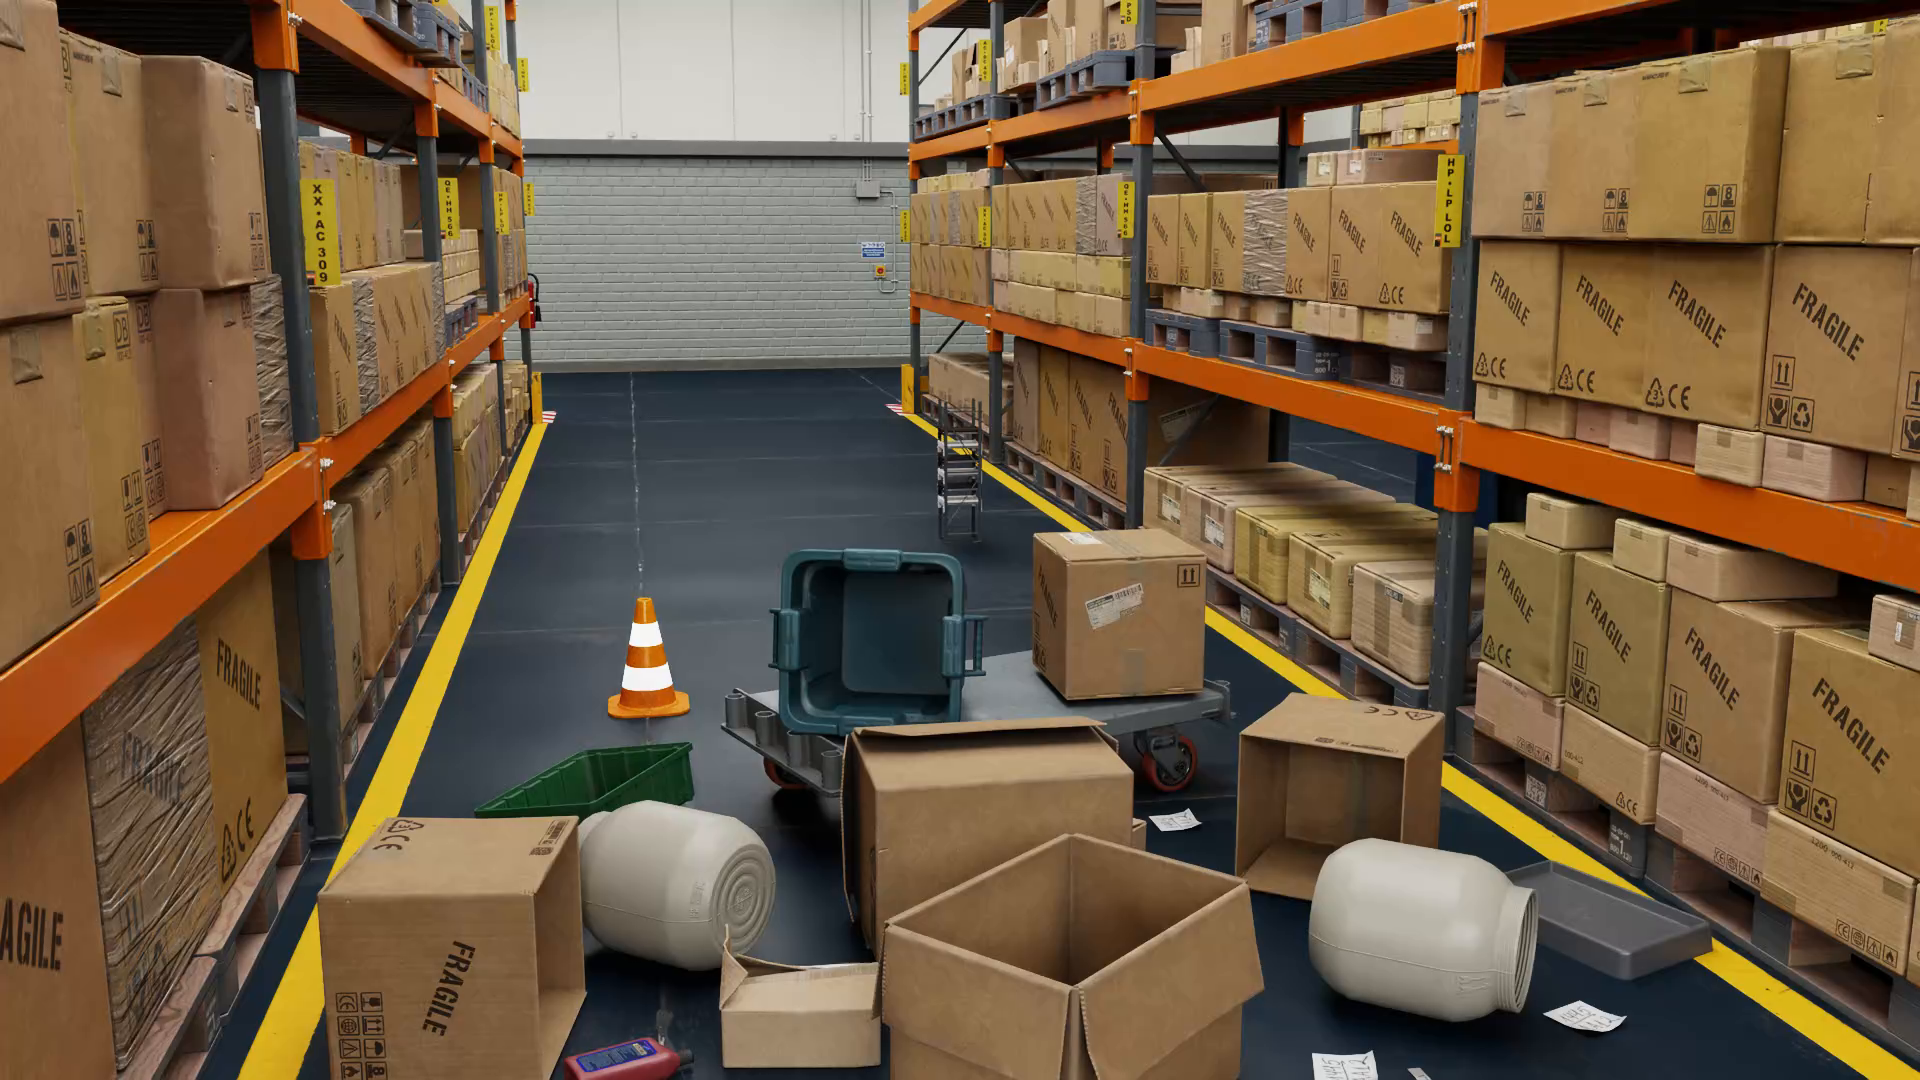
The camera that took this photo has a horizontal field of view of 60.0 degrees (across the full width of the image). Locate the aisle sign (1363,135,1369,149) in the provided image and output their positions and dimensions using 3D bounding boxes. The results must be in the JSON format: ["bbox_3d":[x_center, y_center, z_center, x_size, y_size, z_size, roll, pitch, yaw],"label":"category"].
[{"bbox_3d":[4.536,-4.331,18.477,0.394,0.787,0.004,-2,11,-11],"label":"aisle sign"}]

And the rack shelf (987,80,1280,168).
[{"bbox_3d":[1.136,-2.891,11.764,1.077,0.370,4.000,-2,11,-11],"label":"rack shelf"}]

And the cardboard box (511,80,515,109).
[{"bbox_3d":[-4.427,-4.149,15.515,0.500,0.250,0.500,-2,11,-13],"label":"cardboard box"}]

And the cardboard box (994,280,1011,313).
[{"bbox_3d":[0.573,-1.974,13.444,0.500,0.250,0.500,-2,11,-12],"label":"cardboard box"}]

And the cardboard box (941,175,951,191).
[{"bbox_3d":[0.027,-3.369,15.698,0.380,0.149,0.250,-2,11,-12],"label":"cardboard box"}]

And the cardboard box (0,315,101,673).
[{"bbox_3d":[-1.986,-0.086,2.722,0.875,0.550,0.550,-2,11,-11],"label":"cardboard box"}]

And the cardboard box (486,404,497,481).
[{"bbox_3d":[-3.599,-0.697,11.896,0.500,0.500,0.500,-2,11,-12],"label":"cardboard box"}]

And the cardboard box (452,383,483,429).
[{"bbox_3d":[-3.390,-0.872,10.810,0.500,0.250,0.500,-2,11,-11],"label":"cardboard box"}]

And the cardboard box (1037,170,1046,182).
[{"bbox_3d":[0.874,-3.110,14.339,0.380,0.149,0.250,-2,11,-10],"label":"cardboard box"}]

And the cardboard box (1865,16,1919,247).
[{"bbox_3d":[2.476,-0.892,3.622,0.700,0.500,0.500,-2,11,-12],"label":"cardboard box"}]

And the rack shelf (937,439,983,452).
[{"bbox_3d":[-0.002,-0.588,10.593,0.258,0.077,0.200,-2,11,-11],"label":"rack shelf"}]

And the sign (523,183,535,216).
[{"bbox_3d":[-4.319,-3.413,16.665,0.100,0.325,0.005,-2,11,-11],"label":"sign"}]

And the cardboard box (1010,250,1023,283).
[{"bbox_3d":[0.685,-2.124,12.897,0.500,0.250,0.500,-2,11,-10],"label":"cardboard box"}]

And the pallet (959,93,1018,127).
[{"bbox_3d":[0.598,-3.718,14.423,1.003,0.211,1.213,-2,11,-11],"label":"pallet"}]

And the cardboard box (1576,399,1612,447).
[{"bbox_3d":[2.231,-0.385,5.371,0.380,0.149,0.250,-2,11,-11],"label":"cardboard box"}]

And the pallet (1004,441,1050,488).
[{"bbox_3d":[0.971,-0.629,13.436,1.003,0.211,1.213,-2,11,-11],"label":"pallet"}]

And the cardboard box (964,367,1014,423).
[{"bbox_3d":[0.555,-1.368,15.593,0.875,0.438,0.875,-2,11,-13],"label":"cardboard box"}]

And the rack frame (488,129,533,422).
[{"bbox_3d":[-4.867,-2.673,16.716,1.000,3.000,0.127,-2,11,-11],"label":"rack frame"}]

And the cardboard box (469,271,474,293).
[{"bbox_3d":[-3.720,-1.863,12.010,0.380,0.149,0.250,-2,11,-11],"label":"cardboard box"}]

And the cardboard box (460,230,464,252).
[{"bbox_3d":[-3.622,-2.058,11.442,0.380,0.149,0.250,-2,11,-13],"label":"cardboard box"}]

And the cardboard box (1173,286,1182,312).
[{"bbox_3d":[1.428,-1.367,9.407,0.380,0.149,0.250,-3,11,-15],"label":"cardboard box"}]

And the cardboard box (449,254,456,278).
[{"bbox_3d":[-3.460,-1.766,10.708,0.380,0.149,0.250,-2,11,-12],"label":"cardboard box"}]

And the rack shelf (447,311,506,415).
[{"bbox_3d":[-3.700,-1.219,11.001,1.077,0.370,4.000,-2,11,-11],"label":"rack shelf"}]

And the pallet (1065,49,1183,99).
[{"bbox_3d":[1.348,-2.901,10.397,1.213,0.211,1.003,-2,11,-8],"label":"pallet"}]

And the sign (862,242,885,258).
[{"bbox_3d":[-1.210,-4.047,23.212,0.327,0.218,0.001,-2,11,-11],"label":"sign"}]

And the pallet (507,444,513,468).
[{"bbox_3d":[-4.254,-0.691,13.762,1.003,0.211,1.213,-2,11,-11],"label":"pallet"}]

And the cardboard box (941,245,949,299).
[{"bbox_3d":[0.101,-2.545,15.777,0.500,0.500,0.500,-2,11,-9],"label":"cardboard box"}]

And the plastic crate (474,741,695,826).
[{"bbox_3d":[-1.214,0.866,5.493,0.450,0.188,0.662,-7,8,20],"label":"plastic crate"}]

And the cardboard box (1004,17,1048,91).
[{"bbox_3d":[0.634,-3.694,12.671,0.500,0.500,0.500,-2,11,-12],"label":"cardboard box"}]

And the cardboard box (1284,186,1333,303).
[{"bbox_3d":[1.796,-1.334,7.496,0.500,0.500,0.500,-2,11,-9],"label":"cardboard box"}]

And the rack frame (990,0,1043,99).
[{"bbox_3d":[0.747,-5.085,13.343,1.000,3.000,0.127,-2,11,-11],"label":"rack frame"}]

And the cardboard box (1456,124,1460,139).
[{"bbox_3d":[5.045,-3.960,16.129,0.380,0.149,0.250,-2,11,-10],"label":"cardboard box"}]

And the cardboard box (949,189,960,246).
[{"bbox_3d":[0.185,-2.941,15.183,0.500,0.500,0.500,-2,11,-10],"label":"cardboard box"}]

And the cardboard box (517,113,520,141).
[{"bbox_3d":[-4.519,-3.999,16.062,0.500,0.250,0.500,-2,11,-12],"label":"cardboard box"}]

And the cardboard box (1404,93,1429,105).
[{"bbox_3d":[4.869,-4.568,16.919,0.500,0.250,0.500,-2,11,-12],"label":"cardboard box"}]

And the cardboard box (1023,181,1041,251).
[{"bbox_3d":[0.772,-2.402,12.354,0.500,0.500,0.500,-2,11,-12],"label":"cardboard box"}]

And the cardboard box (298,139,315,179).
[{"bbox_3d":[-2.737,-1.197,6.022,0.700,0.500,0.500,-2,11,-12],"label":"cardboard box"}]

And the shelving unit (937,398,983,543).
[{"bbox_3d":[-0.002,-0.444,10.620,0.258,0.900,0.210,-2,11,-11],"label":"shelving unit"}]

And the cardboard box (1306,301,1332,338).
[{"bbox_3d":[1.760,-0.979,7.367,0.380,0.149,0.250,-2,11,-11],"label":"cardboard box"}]

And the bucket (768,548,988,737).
[{"bbox_3d":[-0.245,0.331,5.626,0.726,0.611,0.620,2,1,9],"label":"bucket"}]

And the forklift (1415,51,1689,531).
[{"bbox_3d":[3.476,-1.061,8.432,1.130,2.935,3.031,-2,11,-10],"label":"forklift"}]

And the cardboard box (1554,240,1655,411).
[{"bbox_3d":[2.235,-0.683,5.202,0.500,0.500,0.500,-2,11,-11],"label":"cardboard box"}]

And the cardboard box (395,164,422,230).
[{"bbox_3d":[-4.446,-2.702,13.132,0.500,0.500,0.500,-3,11,-13],"label":"cardboard box"}]

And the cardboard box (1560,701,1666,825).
[{"bbox_3d":[2.268,0.690,5.281,0.500,0.250,0.500,-1,11,-8],"label":"cardboard box"}]

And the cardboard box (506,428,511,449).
[{"bbox_3d":[-3.845,-0.823,13.501,0.380,0.149,0.250,-3,11,-13],"label":"cardboard box"}]

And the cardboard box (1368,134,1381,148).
[{"bbox_3d":[4.671,-4.336,18.102,0.380,0.149,0.250,-2,11,-10],"label":"cardboard box"}]

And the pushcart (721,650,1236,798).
[{"bbox_3d":[0.076,0.710,5.957,1.648,0.377,0.936,-6,13,-31],"label":"pushcart"}]

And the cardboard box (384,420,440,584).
[{"bbox_3d":[-3.281,-0.192,8.574,1.050,0.750,0.750,-2,11,-12],"label":"cardboard box"}]

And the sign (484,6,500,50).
[{"bbox_3d":[-3.545,-3.881,12.605,0.100,0.325,0.005,-2,11,-11],"label":"sign"}]

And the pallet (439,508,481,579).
[{"bbox_3d":[-3.462,0.021,10.021,1.003,0.211,1.213,-2,11,-11],"label":"pallet"}]

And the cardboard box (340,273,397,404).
[{"bbox_3d":[-2.565,-0.811,6.670,0.500,0.500,0.500,-2,11,-11],"label":"cardboard box"}]

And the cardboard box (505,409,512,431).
[{"bbox_3d":[-3.846,-0.969,13.471,0.380,0.149,0.250,-2,11,-8],"label":"cardboard box"}]

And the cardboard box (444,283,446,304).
[{"bbox_3d":[-3.305,-1.476,9.979,0.380,0.149,0.250,-2,11,-8],"label":"cardboard box"}]

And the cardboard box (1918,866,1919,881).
[{"bbox_3d":[2.564,0.606,3.713,0.500,0.500,0.500,-2,11,-9],"label":"cardboard box"}]

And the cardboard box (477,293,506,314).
[{"bbox_3d":[-3.823,-1.879,13.220,0.380,0.149,0.250,-2,11,-9],"label":"cardboard box"}]

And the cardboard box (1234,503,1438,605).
[{"bbox_3d":[1.918,0.059,8.269,0.950,0.372,0.625,-2,11,-9],"label":"cardboard box"}]
